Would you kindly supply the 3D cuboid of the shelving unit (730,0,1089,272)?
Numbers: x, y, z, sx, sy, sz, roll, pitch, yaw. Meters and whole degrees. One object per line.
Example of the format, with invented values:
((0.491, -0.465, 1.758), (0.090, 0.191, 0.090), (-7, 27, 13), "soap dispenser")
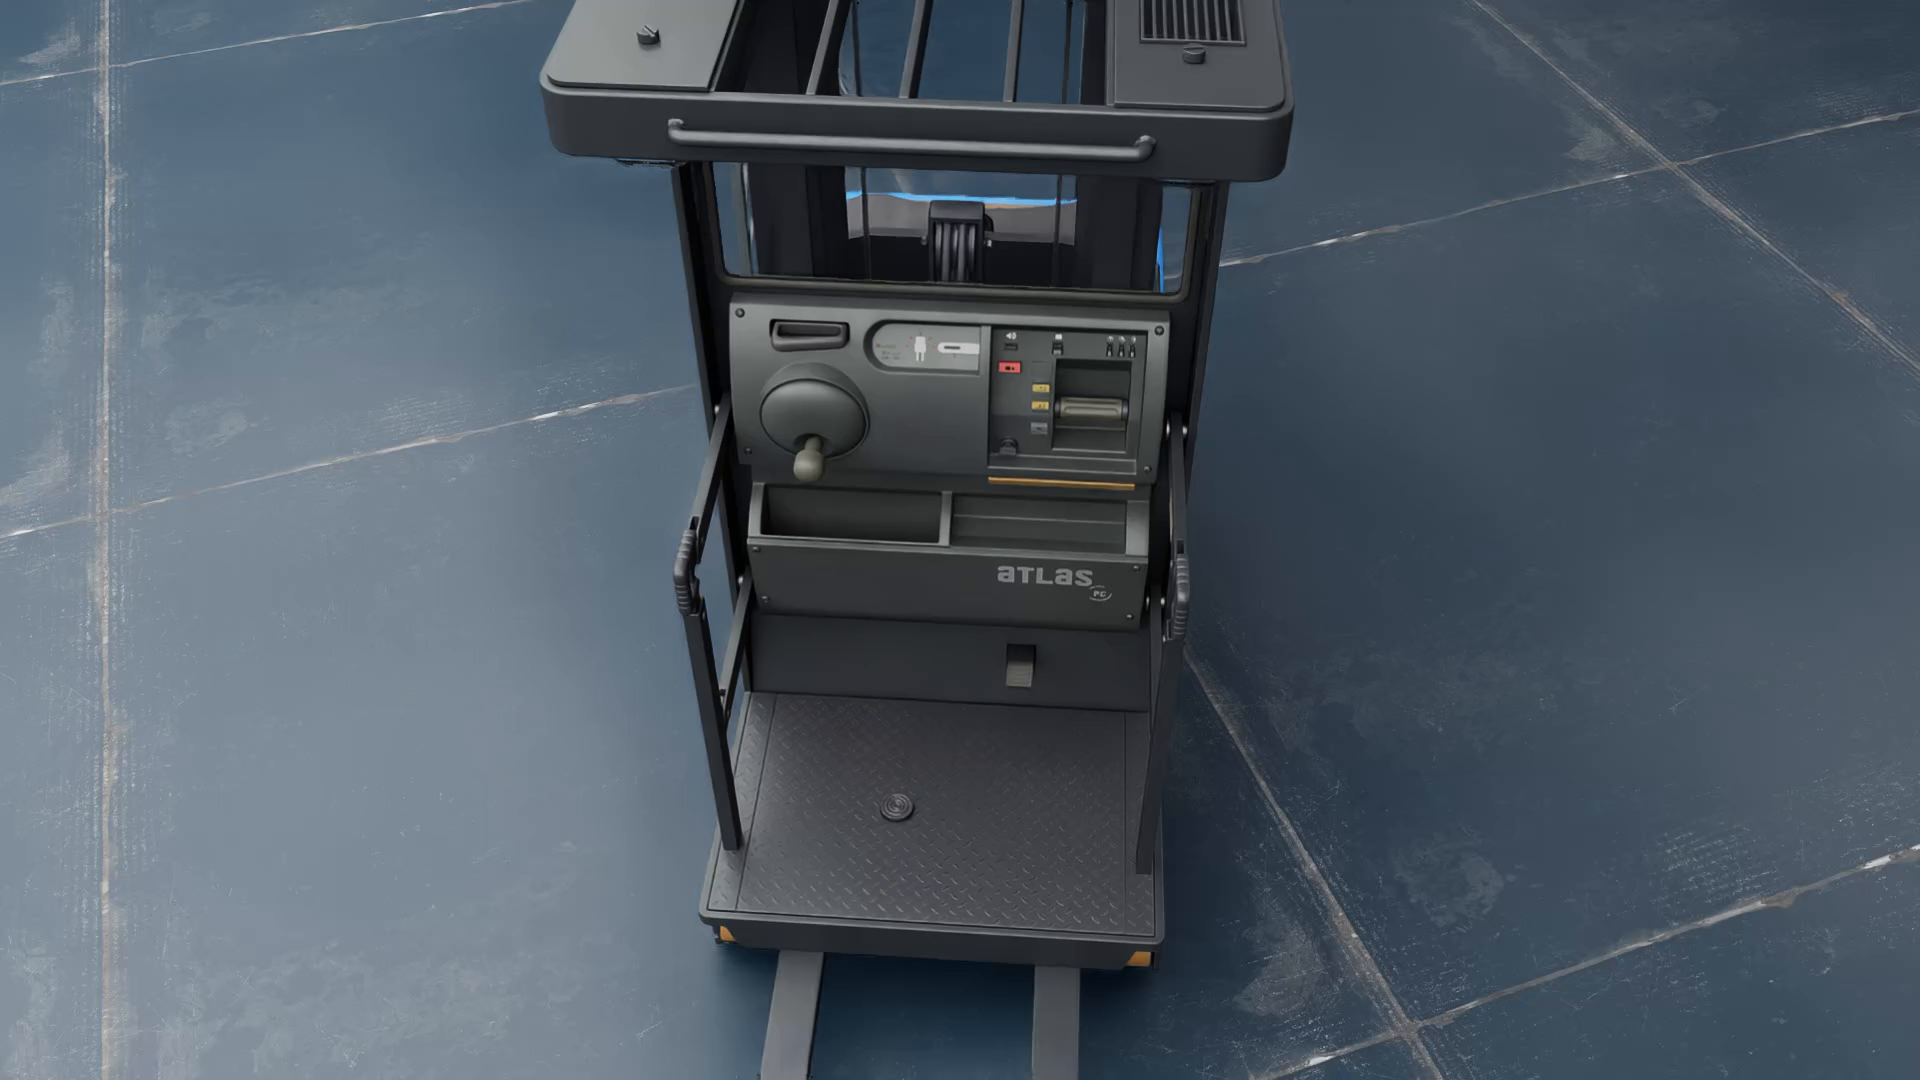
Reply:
((-0.131, -0.995, 5.182), (1.048, 1.500, 0.538), (1, 45, 1), "shelving unit")

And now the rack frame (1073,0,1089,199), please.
((0.377, -0.986, 5.173), (0.032, 1.500, 0.500), (1, 45, 1), "rack frame")

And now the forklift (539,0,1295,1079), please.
((-0.039, -0.216, 3.396), (1.130, 2.935, 3.031), (3, 45, 3), "forklift")

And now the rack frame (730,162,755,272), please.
((-0.639, -1.004, 5.192), (0.032, 1.500, 0.500), (1, 45, 1), "rack frame")
